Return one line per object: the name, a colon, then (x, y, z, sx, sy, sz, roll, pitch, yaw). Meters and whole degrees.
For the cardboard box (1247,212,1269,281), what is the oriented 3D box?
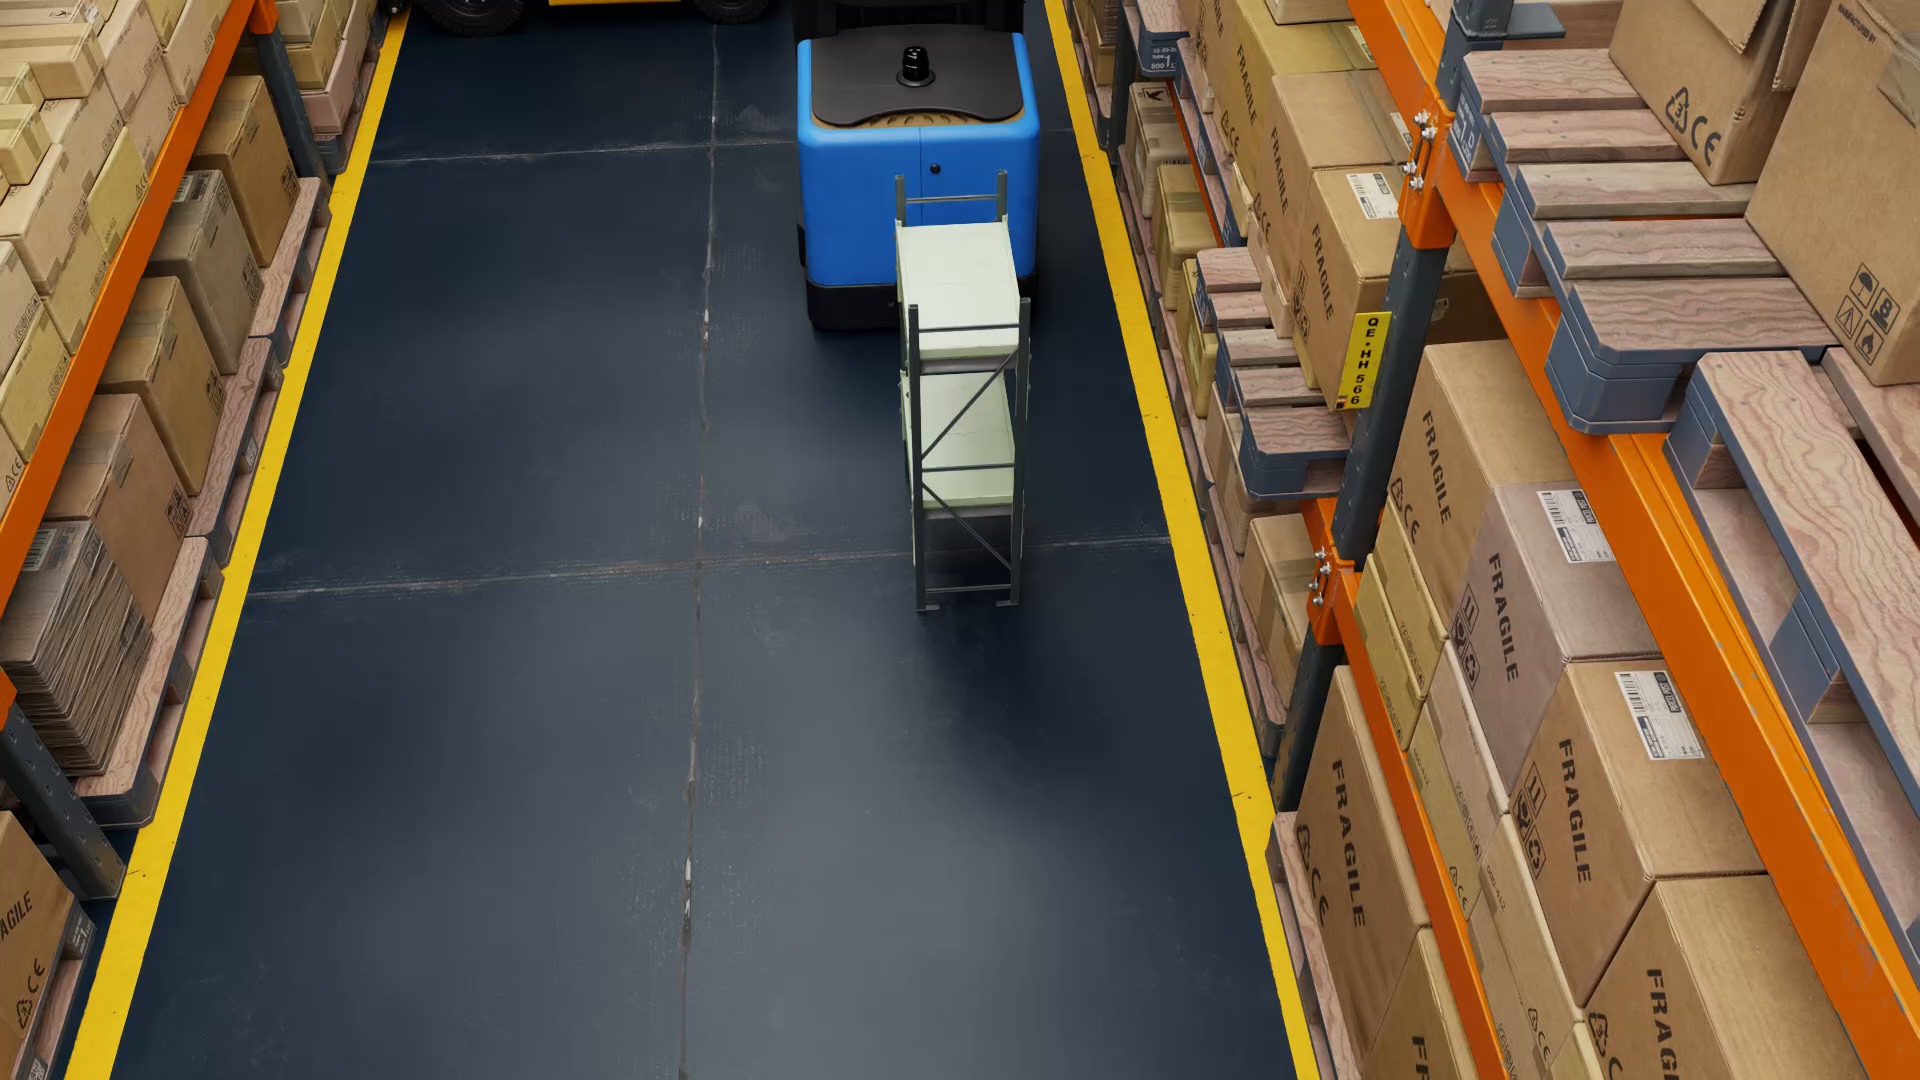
cardboard box: (1.170, -0.972, 5.488, 0.380, 0.149, 0.250, -5, 47, -5)

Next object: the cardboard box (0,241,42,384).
cardboard box: (-3.175, -0.653, 5.062, 0.500, 0.250, 0.500, -2, 47, -2)

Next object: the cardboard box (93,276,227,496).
cardboard box: (-3.498, -0.574, 6.574, 0.875, 0.625, 0.625, -5, 47, -5)

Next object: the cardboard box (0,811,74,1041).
cardboard box: (-3.091, 1.173, 5.005, 0.500, 0.500, 0.500, -2, 47, -2)

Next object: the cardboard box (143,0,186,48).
cardboard box: (-3.329, -2.138, 6.468, 0.500, 0.250, 0.500, -5, 47, -4)

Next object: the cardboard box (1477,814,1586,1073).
cardboard box: (1.473, 0.857, 3.631, 0.500, 0.250, 0.500, -4, 47, -3)

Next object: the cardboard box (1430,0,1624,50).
cardboard box: (1.370, -1.299, 4.022, 0.380, 0.149, 0.250, -3, 47, -3)

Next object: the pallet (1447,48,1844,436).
pallet: (1.712, -0.643, 3.357, 1.213, 0.211, 1.003, -2, 47, -1)

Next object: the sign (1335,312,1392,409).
sign: (1.066, -0.470, 4.387, 0.100, 0.325, 0.005, -3, 47, -3)

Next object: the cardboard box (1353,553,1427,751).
cardboard box: (1.396, 0.282, 4.521, 0.500, 0.250, 0.500, -4, 47, -4)

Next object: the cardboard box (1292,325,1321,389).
cardboard box: (1.249, -0.610, 5.145, 0.380, 0.149, 0.250, -3, 47, -3)

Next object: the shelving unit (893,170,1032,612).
shelving unit: (-0.001, -0.521, 6.210, 0.431, 1.500, 0.755, -3, 47, -3)

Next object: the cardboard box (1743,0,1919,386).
cardboard box: (1.878, -0.645, 2.871, 0.700, 0.500, 0.500, -6, 47, -5)

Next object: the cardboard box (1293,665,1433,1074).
cardboard box: (1.581, 0.952, 4.957, 0.875, 0.875, 0.875, -4, 47, -4)

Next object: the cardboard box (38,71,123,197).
cardboard box: (-3.269, -1.401, 5.770, 0.500, 0.250, 0.500, -3, 47, -3)

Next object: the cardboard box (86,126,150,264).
cardboard box: (-3.263, -1.231, 5.953, 0.500, 0.250, 0.500, -2, 47, -2)

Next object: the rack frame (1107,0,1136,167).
rack frame: (1.271, -3.033, 7.557, 1.000, 3.000, 0.127, -3, 47, -3)

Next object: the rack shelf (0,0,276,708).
rack shelf: (-3.508, -1.034, 6.159, 1.077, 0.370, 4.000, -3, 47, -3)

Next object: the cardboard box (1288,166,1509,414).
cardboard box: (1.291, -0.732, 4.815, 0.500, 0.500, 0.500, -5, 47, -4)

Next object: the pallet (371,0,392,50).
pallet: (-3.805, -3.233, 9.666, 1.003, 0.211, 1.213, -3, 47, -3)

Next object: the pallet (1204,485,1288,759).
pallet: (1.542, 0.254, 6.364, 1.003, 0.211, 1.213, -3, 47, -3)

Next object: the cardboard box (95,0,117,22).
cardboard box: (-3.304, -2.011, 6.073, 0.380, 0.149, 0.250, -4, 47, -4)

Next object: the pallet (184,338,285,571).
pallet: (-3.469, -0.355, 6.940, 1.003, 0.211, 1.213, -3, 47, -3)

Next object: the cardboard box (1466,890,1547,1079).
cardboard box: (1.495, 1.032, 3.810, 0.500, 0.250, 0.500, -2, 47, -2)

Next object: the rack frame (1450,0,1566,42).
rack frame: (1.606, -2.202, 2.638, 1.000, 3.000, 0.127, -3, 47, -3)

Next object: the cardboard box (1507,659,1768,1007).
cardboard box: (1.482, 0.588, 3.370, 0.500, 0.500, 0.500, -2, 47, -2)

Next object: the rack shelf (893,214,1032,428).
rack shelf: (-0.001, -0.789, 5.927, 0.431, 0.370, 0.720, -3, 47, -3)

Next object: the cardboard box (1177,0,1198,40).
cardboard box: (1.094, -2.237, 6.239, 0.500, 0.500, 0.500, -4, 47, -4)

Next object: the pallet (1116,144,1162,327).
pallet: (1.337, -1.511, 8.036, 1.003, 0.211, 1.213, -3, 47, -3)

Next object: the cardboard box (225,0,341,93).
cardboard box: (-3.408, -2.468, 8.282, 0.500, 0.250, 0.500, -4, 47, -3)

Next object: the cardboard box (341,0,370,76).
cardboard box: (-3.444, -2.664, 8.812, 0.500, 0.250, 0.500, -4, 47, -4)

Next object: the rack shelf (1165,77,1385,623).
rack shelf: (1.438, -1.339, 6.448, 1.077, 0.370, 4.000, -3, 47, -3)

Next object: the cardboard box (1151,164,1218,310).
cardboard box: (1.381, -1.375, 7.507, 0.950, 0.372, 0.625, -1, 47, -1)

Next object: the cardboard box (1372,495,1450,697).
cardboard box: (1.402, 0.122, 4.327, 0.500, 0.250, 0.500, -4, 47, -4)

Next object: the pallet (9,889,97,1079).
pallet: (-3.316, 1.667, 5.026, 1.003, 0.211, 1.213, -3, 47, -3)

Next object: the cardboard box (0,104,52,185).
cardboard box: (-3.192, -1.274, 5.375, 0.380, 0.149, 0.250, -3, 47, -2)

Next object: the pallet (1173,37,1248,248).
pallet: (1.399, -1.503, 6.240, 1.003, 0.211, 1.213, -3, 47, -3)

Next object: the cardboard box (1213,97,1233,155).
cardboard box: (1.135, -1.536, 6.023, 0.380, 0.149, 0.250, -5, 47, -5)

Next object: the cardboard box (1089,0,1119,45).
cardboard box: (0.954, -2.902, 8.520, 0.500, 0.500, 0.500, -4, 47, -4)

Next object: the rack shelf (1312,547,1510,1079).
rack shelf: (1.773, 1.555, 3.707, 1.077, 0.370, 4.000, -3, 47, -3)

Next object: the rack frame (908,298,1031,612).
rack frame: (0.030, -0.256, 5.959, 0.400, 1.500, 0.023, -3, 47, -3)

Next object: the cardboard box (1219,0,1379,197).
cardboard box: (1.193, -1.471, 5.514, 0.500, 0.500, 0.500, -6, 47, -6)

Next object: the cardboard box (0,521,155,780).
cardboard box: (-3.379, 0.385, 5.665, 0.875, 0.625, 0.625, -2, 47, -2)

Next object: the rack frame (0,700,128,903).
rack frame: (-3.340, 0.165, 4.528, 1.000, 3.000, 0.127, -3, 47, -3)

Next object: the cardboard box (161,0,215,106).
cardboard box: (-3.325, -1.965, 6.648, 0.500, 0.250, 0.500, -4, 47, -4)

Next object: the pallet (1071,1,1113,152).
pallet: (1.179, -2.558, 9.027, 1.003, 0.211, 1.213, -3, 47, -3)

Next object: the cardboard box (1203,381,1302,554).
cardboard box: (1.498, -0.323, 6.510, 0.950, 0.372, 0.625, -4, 47, -4)

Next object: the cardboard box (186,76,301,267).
cardboard box: (-3.620, -1.680, 7.621, 0.875, 0.625, 0.625, -2, 47, -2)

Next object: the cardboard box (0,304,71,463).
cardboard box: (-3.171, -0.483, 5.245, 0.500, 0.250, 0.500, -4, 47, -4)

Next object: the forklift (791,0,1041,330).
forklift: (-0.262, -3.031, 7.602, 1.130, 2.935, 3.031, -3, 47, -3)

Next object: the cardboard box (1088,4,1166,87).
cardboard box: (0.953, -2.644, 8.792, 0.500, 0.250, 0.500, -2, 47, -1)

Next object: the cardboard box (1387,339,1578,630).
cardboard box: (1.403, -0.146, 4.065, 0.500, 0.500, 0.500, -5, 47, -5)

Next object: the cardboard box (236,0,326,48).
cardboard box: (-3.403, -2.641, 8.101, 0.500, 0.250, 0.500, -4, 47, -4)

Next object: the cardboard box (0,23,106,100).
cardboard box: (-3.189, -1.643, 5.724, 0.380, 0.149, 0.250, -5, 47, -4)
